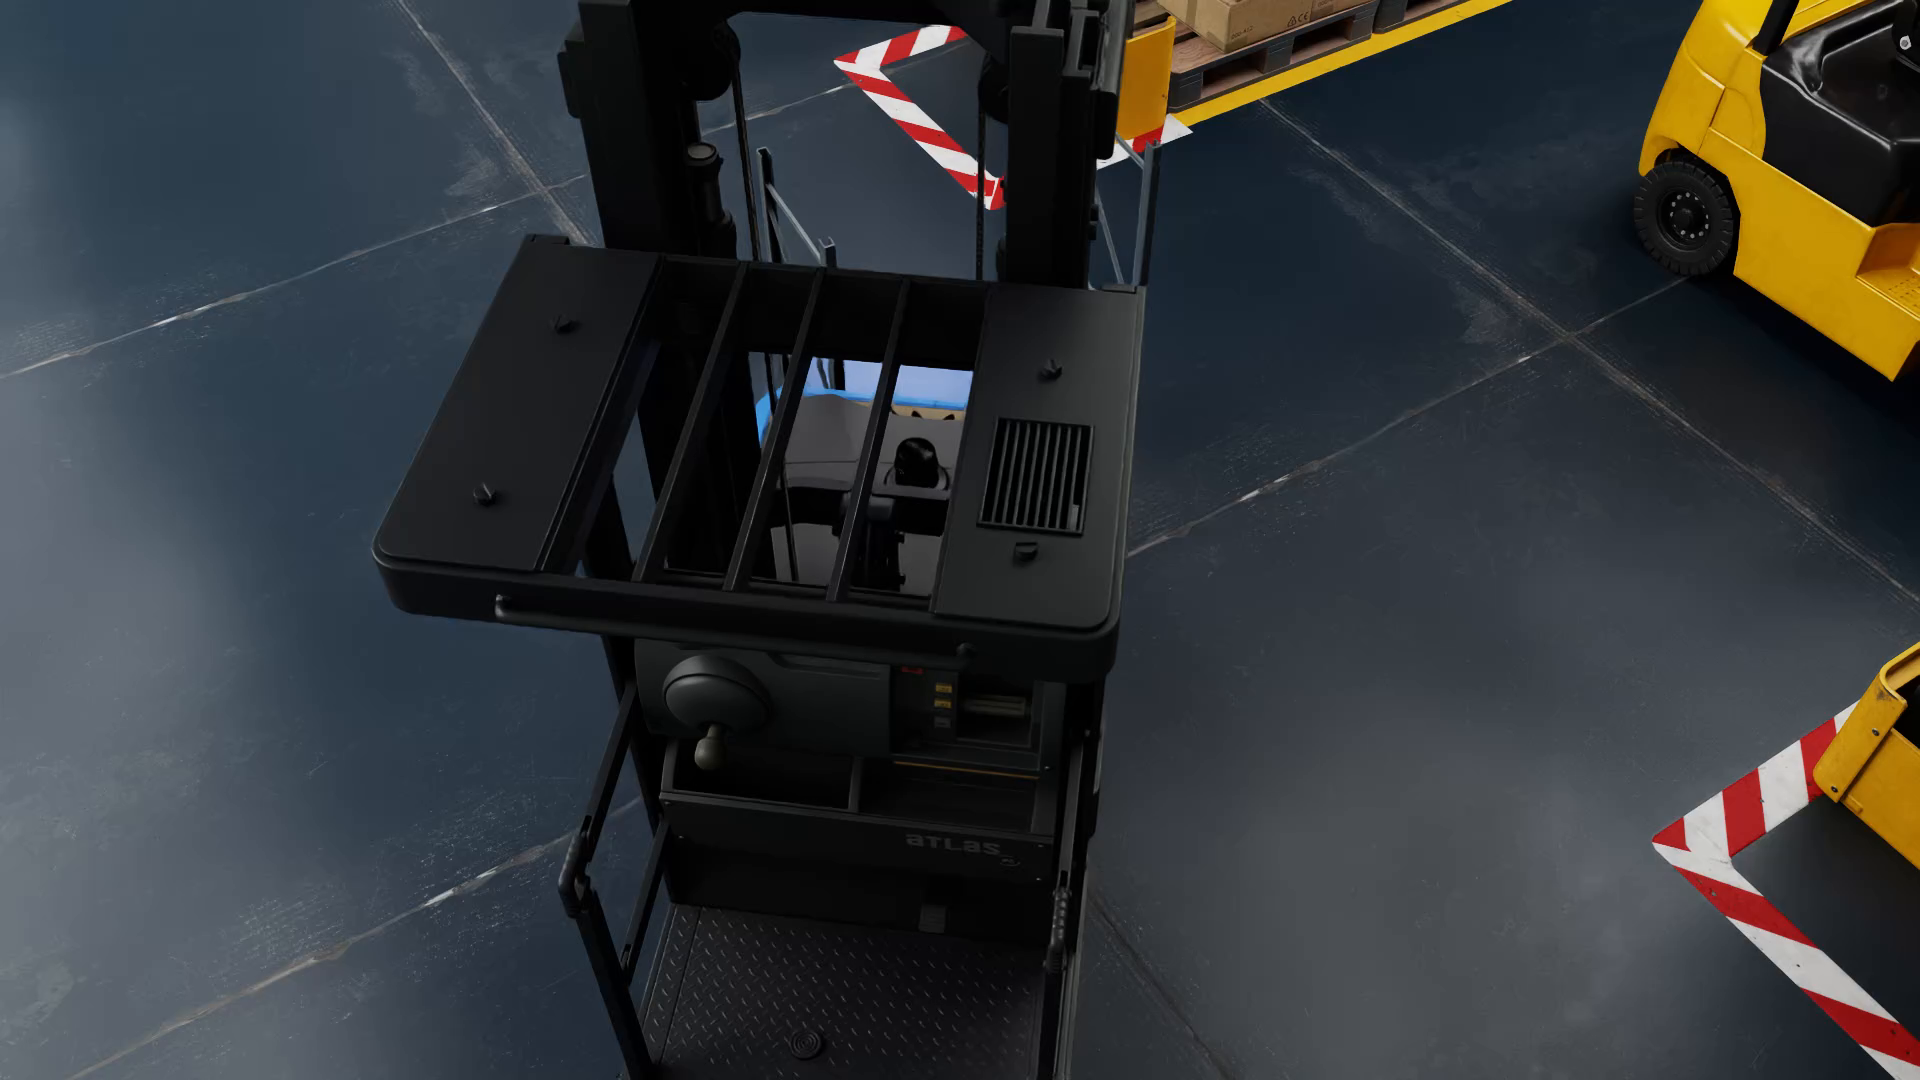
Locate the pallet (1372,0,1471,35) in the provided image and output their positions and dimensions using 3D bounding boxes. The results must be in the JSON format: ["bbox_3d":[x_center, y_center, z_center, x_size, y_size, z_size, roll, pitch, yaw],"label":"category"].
[{"bbox_3d":[2.219,-3.009,8.289,1.213,0.211,1.003,-25,53,-21],"label":"pallet"}]

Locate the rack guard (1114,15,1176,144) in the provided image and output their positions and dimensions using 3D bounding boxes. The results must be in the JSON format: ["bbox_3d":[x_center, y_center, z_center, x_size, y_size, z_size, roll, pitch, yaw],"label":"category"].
[{"bbox_3d":[0.482,-2.321,7.482,0.348,0.500,1.175,-25,53,-21],"label":"rack guard"}]

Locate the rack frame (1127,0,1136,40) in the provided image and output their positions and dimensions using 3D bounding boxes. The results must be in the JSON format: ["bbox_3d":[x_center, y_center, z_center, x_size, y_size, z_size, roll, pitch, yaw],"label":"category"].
[{"bbox_3d":[0.418,-3.122,6.522,0.127,3.000,1.000,-25,53,-21],"label":"rack frame"}]

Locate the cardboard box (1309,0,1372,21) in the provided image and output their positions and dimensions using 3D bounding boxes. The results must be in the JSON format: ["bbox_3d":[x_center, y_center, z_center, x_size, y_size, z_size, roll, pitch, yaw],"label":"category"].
[{"bbox_3d":[1.683,-2.692,7.699,0.500,0.250,0.500,-23,52,-20],"label":"cardboard box"}]

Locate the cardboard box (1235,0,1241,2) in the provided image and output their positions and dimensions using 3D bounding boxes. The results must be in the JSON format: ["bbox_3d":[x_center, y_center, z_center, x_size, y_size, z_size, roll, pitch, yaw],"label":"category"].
[{"bbox_3d":[1.267,-2.753,7.251,0.500,0.500,0.500,-27,54,-22],"label":"cardboard box"}]

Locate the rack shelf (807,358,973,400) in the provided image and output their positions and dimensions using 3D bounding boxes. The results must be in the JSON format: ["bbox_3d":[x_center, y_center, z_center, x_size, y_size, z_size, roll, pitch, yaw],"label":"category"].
[{"bbox_3d":[-0.001,-0.500,5.432,1.000,0.185,0.538,-20,51,-17],"label":"rack shelf"}]

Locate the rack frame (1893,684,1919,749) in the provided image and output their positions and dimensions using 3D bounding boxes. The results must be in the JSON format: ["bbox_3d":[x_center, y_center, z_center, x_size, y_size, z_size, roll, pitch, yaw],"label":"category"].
[{"bbox_3d":[3.070,0.012,3.731,0.127,3.000,1.000,-25,53,-21],"label":"rack frame"}]

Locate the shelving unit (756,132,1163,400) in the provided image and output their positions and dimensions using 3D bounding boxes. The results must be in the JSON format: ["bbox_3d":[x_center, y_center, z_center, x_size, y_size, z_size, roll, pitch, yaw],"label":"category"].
[{"bbox_3d":[-0.001,-0.620,5.297,1.048,1.500,0.538,-20,51,-17],"label":"shelving unit"}]

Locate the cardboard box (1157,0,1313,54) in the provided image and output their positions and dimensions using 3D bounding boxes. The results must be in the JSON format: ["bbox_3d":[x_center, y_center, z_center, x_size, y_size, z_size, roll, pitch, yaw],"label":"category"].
[{"bbox_3d":[1.248,-2.494,7.522,0.500,0.250,0.500,-26,53,-21],"label":"cardboard box"}]

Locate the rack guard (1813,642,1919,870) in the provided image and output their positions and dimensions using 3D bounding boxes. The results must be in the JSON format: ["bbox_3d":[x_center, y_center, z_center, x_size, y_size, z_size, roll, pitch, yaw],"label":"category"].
[{"bbox_3d":[3.049,0.853,4.656,0.348,0.500,1.175,-25,53,-21],"label":"rack guard"}]

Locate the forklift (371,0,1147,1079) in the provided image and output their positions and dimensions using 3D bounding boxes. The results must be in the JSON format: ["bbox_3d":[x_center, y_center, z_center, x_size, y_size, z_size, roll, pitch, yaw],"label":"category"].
[{"bbox_3d":[-0.261,0.429,3.406,1.130,2.935,3.031,6,49,5],"label":"forklift"}]

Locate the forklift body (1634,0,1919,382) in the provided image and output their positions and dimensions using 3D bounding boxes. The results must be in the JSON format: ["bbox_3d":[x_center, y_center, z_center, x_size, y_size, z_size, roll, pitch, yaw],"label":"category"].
[{"bbox_3d":[3.700,-1.614,5.747,1.214,2.155,2.313,-25,53,-21],"label":"forklift body"}]

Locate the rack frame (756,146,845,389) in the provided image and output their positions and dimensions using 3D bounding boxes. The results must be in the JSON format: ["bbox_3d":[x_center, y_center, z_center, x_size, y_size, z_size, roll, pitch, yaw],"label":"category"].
[{"bbox_3d":[-0.457,-0.451,5.148,0.032,1.500,0.500,-20,51,-17],"label":"rack frame"}]

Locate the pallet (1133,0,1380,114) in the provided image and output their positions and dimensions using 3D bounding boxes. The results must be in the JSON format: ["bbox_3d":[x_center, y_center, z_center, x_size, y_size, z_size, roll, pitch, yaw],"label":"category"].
[{"bbox_3d":[1.188,-2.526,7.858,1.213,0.211,1.003,-25,53,-21],"label":"pallet"}]

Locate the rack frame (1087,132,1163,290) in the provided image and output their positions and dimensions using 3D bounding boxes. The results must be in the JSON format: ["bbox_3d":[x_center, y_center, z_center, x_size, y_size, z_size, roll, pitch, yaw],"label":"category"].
[{"bbox_3d":[0.455,-0.788,5.447,0.032,1.500,0.500,-20,51,-17],"label":"rack frame"}]
